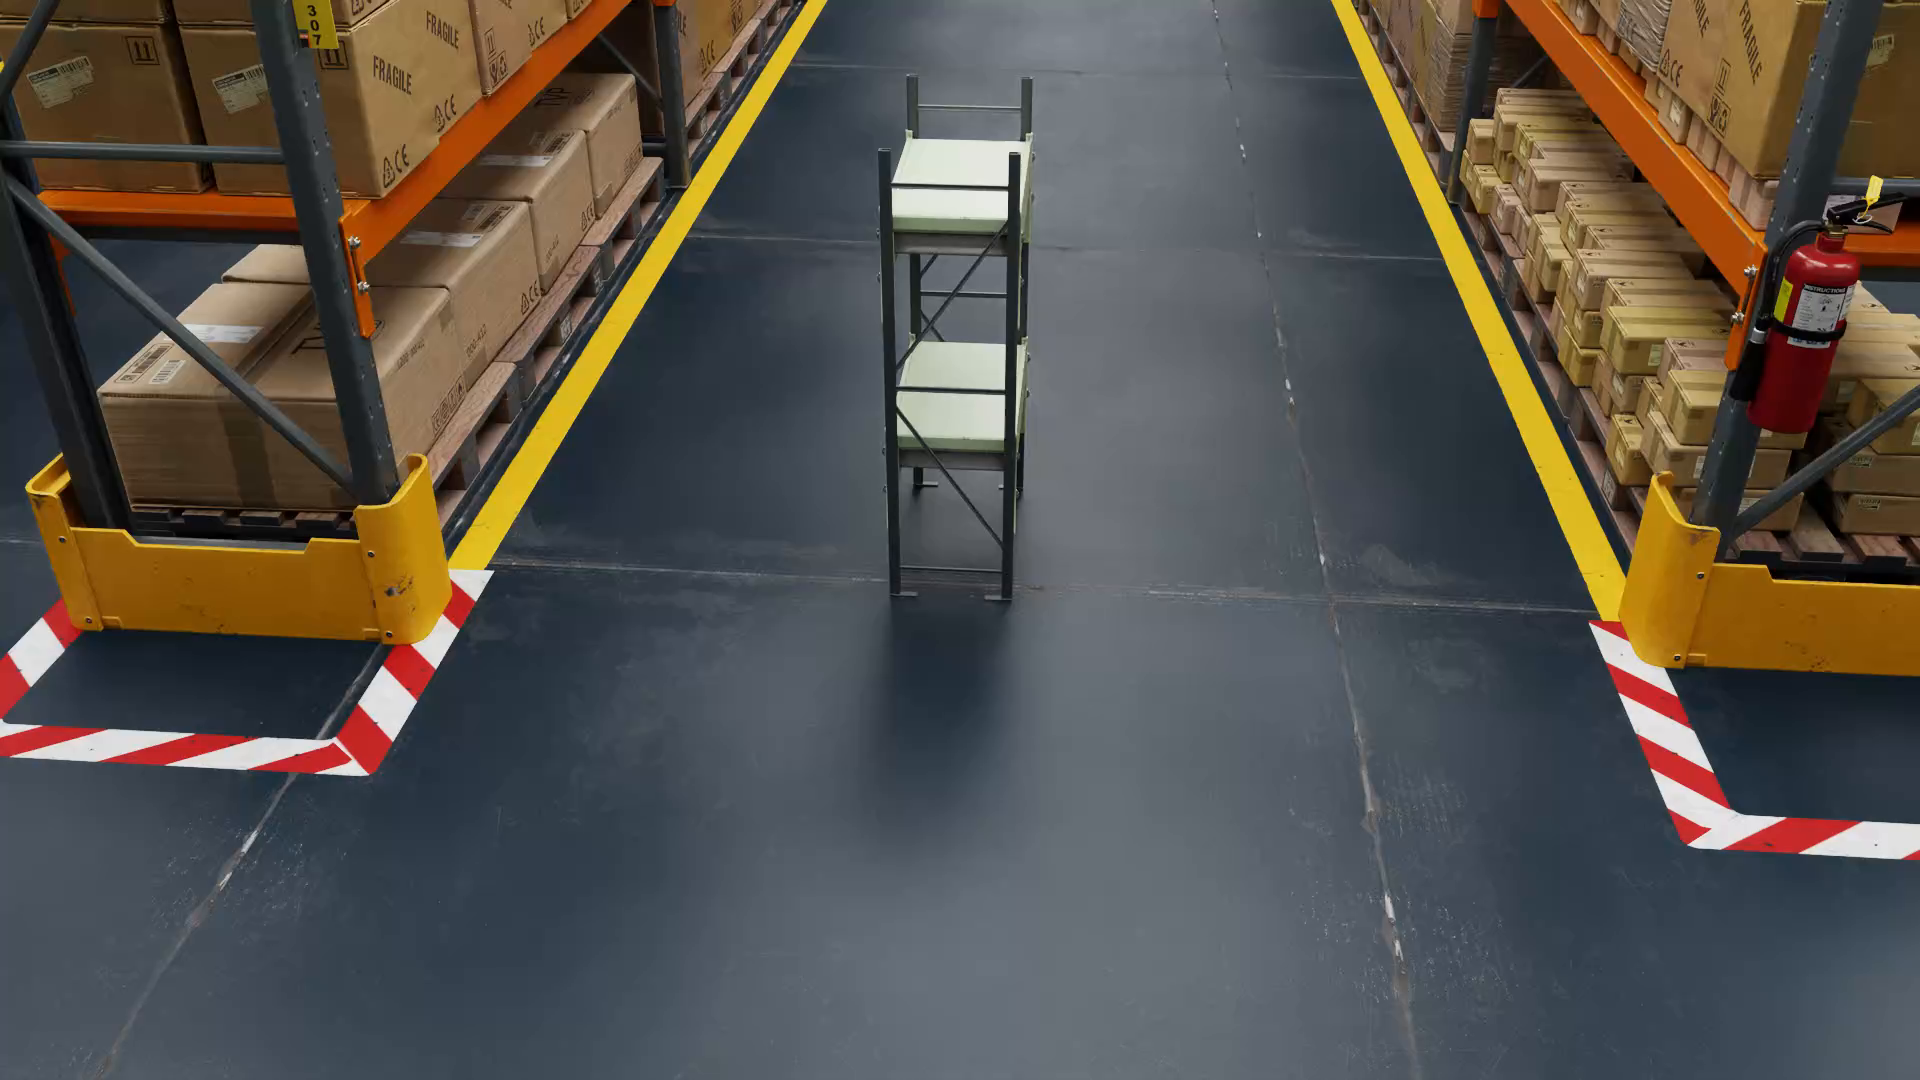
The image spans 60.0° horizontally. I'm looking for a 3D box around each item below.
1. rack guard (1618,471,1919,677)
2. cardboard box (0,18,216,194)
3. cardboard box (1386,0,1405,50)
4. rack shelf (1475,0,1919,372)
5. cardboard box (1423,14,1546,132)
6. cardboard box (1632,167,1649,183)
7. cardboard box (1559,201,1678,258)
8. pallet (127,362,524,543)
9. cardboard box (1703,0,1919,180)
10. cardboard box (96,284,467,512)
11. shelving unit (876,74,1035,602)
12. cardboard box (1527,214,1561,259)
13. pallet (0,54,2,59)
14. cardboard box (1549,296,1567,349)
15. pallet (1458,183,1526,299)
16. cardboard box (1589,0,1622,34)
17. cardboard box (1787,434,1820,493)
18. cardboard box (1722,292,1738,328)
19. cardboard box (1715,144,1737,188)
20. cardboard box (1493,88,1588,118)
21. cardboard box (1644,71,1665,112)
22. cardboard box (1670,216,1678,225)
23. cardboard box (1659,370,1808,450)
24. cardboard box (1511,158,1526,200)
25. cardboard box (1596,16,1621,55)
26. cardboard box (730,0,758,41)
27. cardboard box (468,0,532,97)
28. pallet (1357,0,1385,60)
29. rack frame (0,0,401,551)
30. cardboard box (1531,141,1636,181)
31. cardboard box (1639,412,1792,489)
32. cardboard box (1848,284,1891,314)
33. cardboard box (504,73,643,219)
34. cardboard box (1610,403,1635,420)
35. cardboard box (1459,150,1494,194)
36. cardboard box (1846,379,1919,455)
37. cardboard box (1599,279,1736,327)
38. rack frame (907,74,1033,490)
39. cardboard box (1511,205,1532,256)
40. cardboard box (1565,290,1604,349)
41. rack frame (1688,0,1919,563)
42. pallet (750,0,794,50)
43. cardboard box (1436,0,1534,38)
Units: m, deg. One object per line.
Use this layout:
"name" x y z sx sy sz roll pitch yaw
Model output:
"rack guard" 2.695 0.112 5.091 1.175 0.500 0.348 2 32 4
"cardboard box" -2.478 -1.377 5.030 0.500 0.500 0.500 3 32 4
"cardboard box" 2.953 -3.319 10.260 0.500 0.500 0.500 2 32 3
"rack shelf" 2.851 -1.652 6.257 1.077 0.370 4.000 2 32 4
"cardboard box" 2.823 -2.516 8.956 0.500 0.500 0.500 2 32 3
"cardboard box" 3.151 -1.627 7.281 0.380 0.149 0.250 3 32 6
"cardboard box" 2.627 -1.235 6.645 0.380 0.149 0.250 3 32 4
"pallet" -2.266 -0.305 6.044 1.003 0.211 1.213 2 32 4
"cardboard box" 2.468 -1.327 4.666 0.500 0.500 0.500 3 32 5
"cardboard box" -2.299 -0.508 5.758 0.875 0.438 0.875 1 32 2
"shelving unit" 0.001 -0.642 5.362 0.431 1.500 0.755 2 32 4
"cardboard box" 2.596 -1.242 6.939 0.380 0.149 0.250 2 32 4
"pallet" -6.750 -3.252 10.826 1.003 0.211 1.213 2 32 4
"cardboard box" 2.558 -0.843 6.575 0.380 0.149 0.250 3 32 5
"pallet" 2.995 -1.464 7.924 1.003 0.211 1.213 2 32 4
"cardboard box" 2.598 -2.122 5.956 0.500 0.500 0.500 4 32 6
"cardboard box" 2.990 -0.278 5.659 0.380 0.149 0.250 2 32 4
"cardboard box" 3.053 -0.812 6.242 0.380 0.149 0.250 1 32 2
"cardboard box" 2.491 -1.116 4.942 0.380 0.149 0.250 2 32 4
"cardboard box" 2.780 -2.051 7.969 0.380 0.149 0.250 4 32 6
"cardboard box" 2.545 -1.519 5.595 0.380 0.149 0.250 1 32 2
"cardboard box" 3.130 -1.234 6.927 0.380 0.149 0.250 1 32 2
"cardboard box" 2.479 -0.418 5.320 0.380 0.149 0.250 3 32 5
"cardboard box" 2.750 -1.655 7.609 0.380 0.149 0.250 2 32 4
"cardboard box" 2.630 -1.930 6.262 0.380 0.149 0.250 4 32 6
"cardboard box" -1.818 -3.704 10.527 0.875 0.875 0.875 3 32 5
"cardboard box" -1.855 -1.883 5.851 0.500 0.500 0.500 2 32 4
"pallet" 3.275 -3.500 11.228 1.003 0.211 1.213 2 32 4
"rack frame" -2.253 -1.071 4.629 1.000 3.000 0.127 2 32 4
"cardboard box" 2.728 -1.638 7.299 0.380 0.149 0.250 2 32 3
"cardboard box" 2.447 -0.292 5.399 0.380 0.149 0.250 2 32 3
"cardboard box" 3.058 -0.799 5.937 0.380 0.149 0.250 1 32 2
"cardboard box" -2.086 -1.927 8.059 0.875 0.438 0.875 2 32 3
"cardboard box" 2.551 -0.435 5.913 0.380 0.149 0.250 2 32 4
"cardboard box" 2.664 -1.792 8.116 0.380 0.149 0.250 1 32 2
"cardboard box" 3.070 -0.390 5.274 0.380 0.149 0.250 1 32 2
"cardboard box" 2.535 -0.821 5.973 0.380 0.149 0.250 1 32 2
"rack frame" 0.030 -0.833 5.673 0.400 1.500 0.023 2 32 4
"cardboard box" 2.703 -1.386 7.457 0.380 0.149 0.250 2 32 3
"cardboard box" 2.517 -0.835 6.280 0.380 0.149 0.250 3 32 5
"rack frame" 2.688 -0.912 4.371 1.000 3.000 0.127 2 32 4
"pallet" -1.741 -3.658 11.484 1.003 0.211 1.213 2 32 4
"cardboard box" 2.823 -2.838 8.764 0.500 0.250 0.500 2 32 3
